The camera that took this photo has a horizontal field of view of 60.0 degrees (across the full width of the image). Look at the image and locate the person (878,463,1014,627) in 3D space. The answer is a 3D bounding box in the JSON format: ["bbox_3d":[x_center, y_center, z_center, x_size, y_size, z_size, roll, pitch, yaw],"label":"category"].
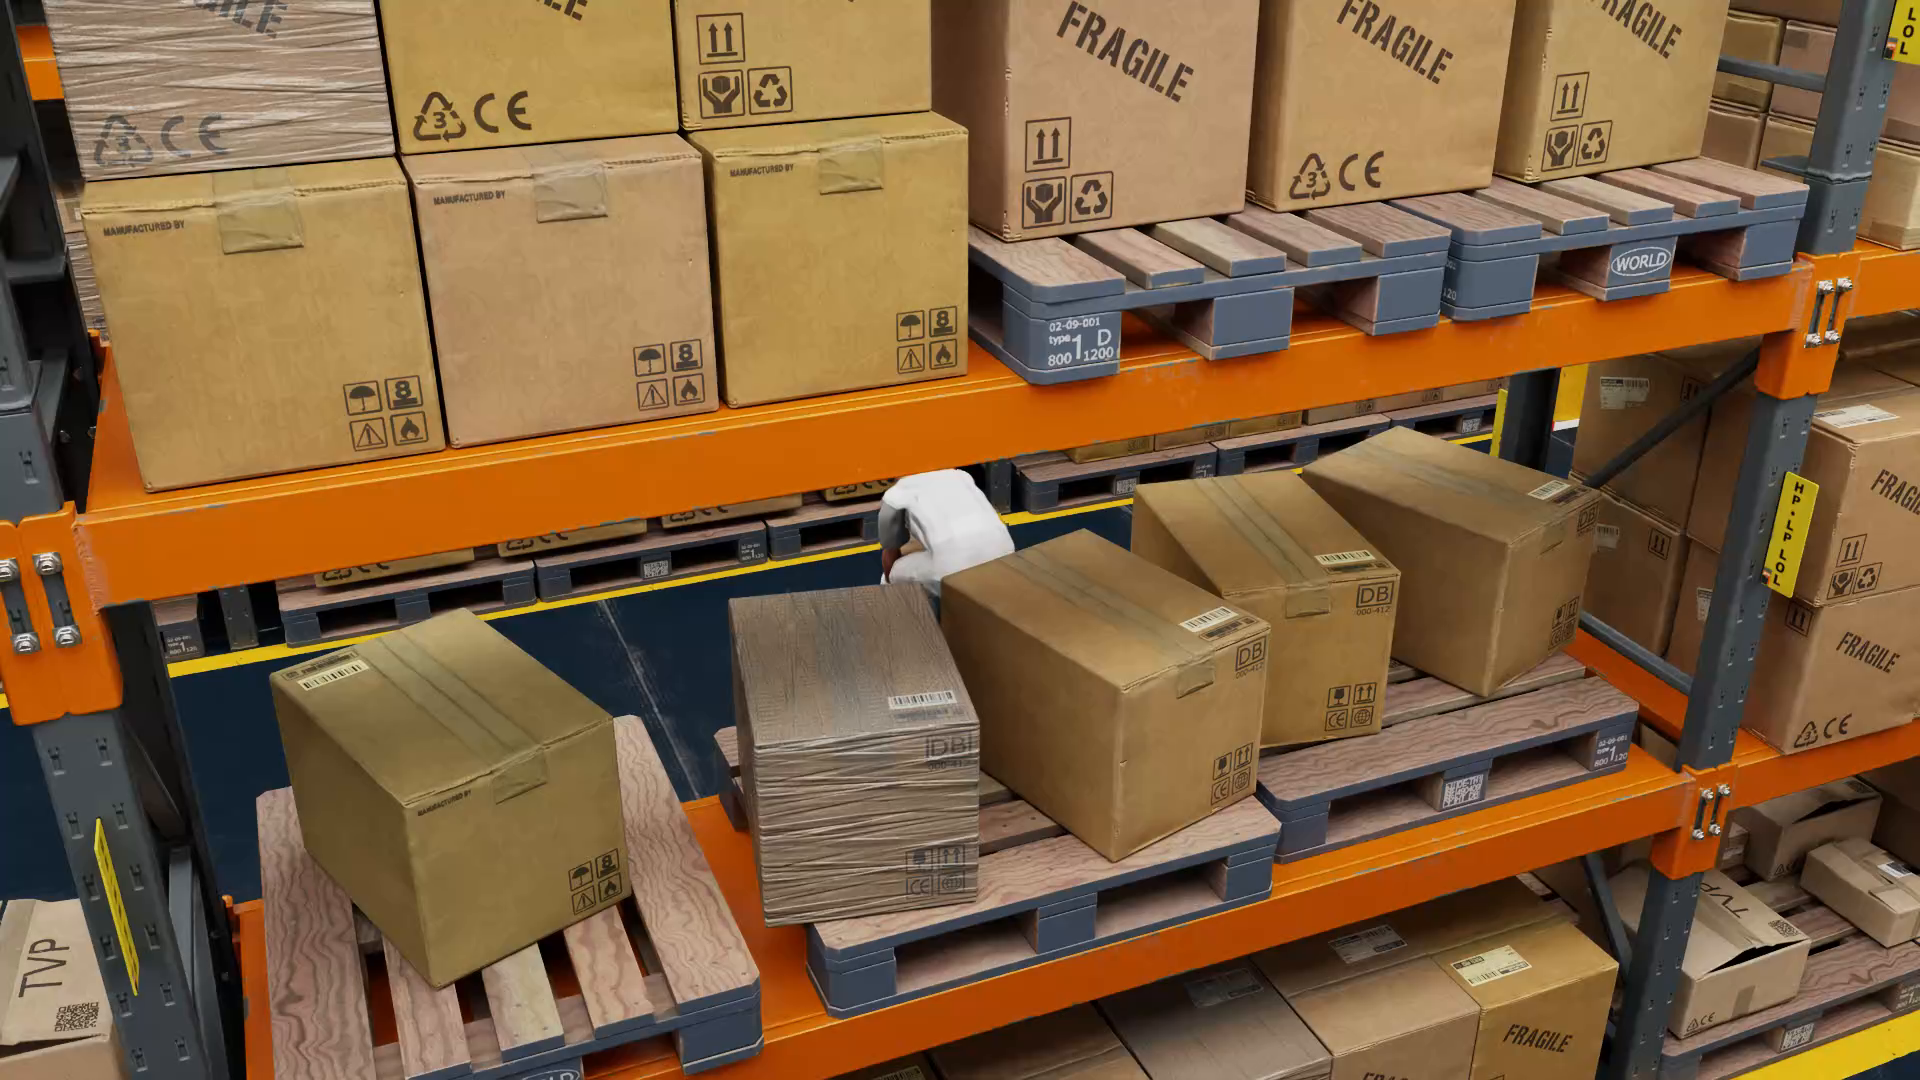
[{"bbox_3d":[-0.097,0.040,7.802,0.516,1.091,0.955,-12,28,-23],"label":"person"}]
